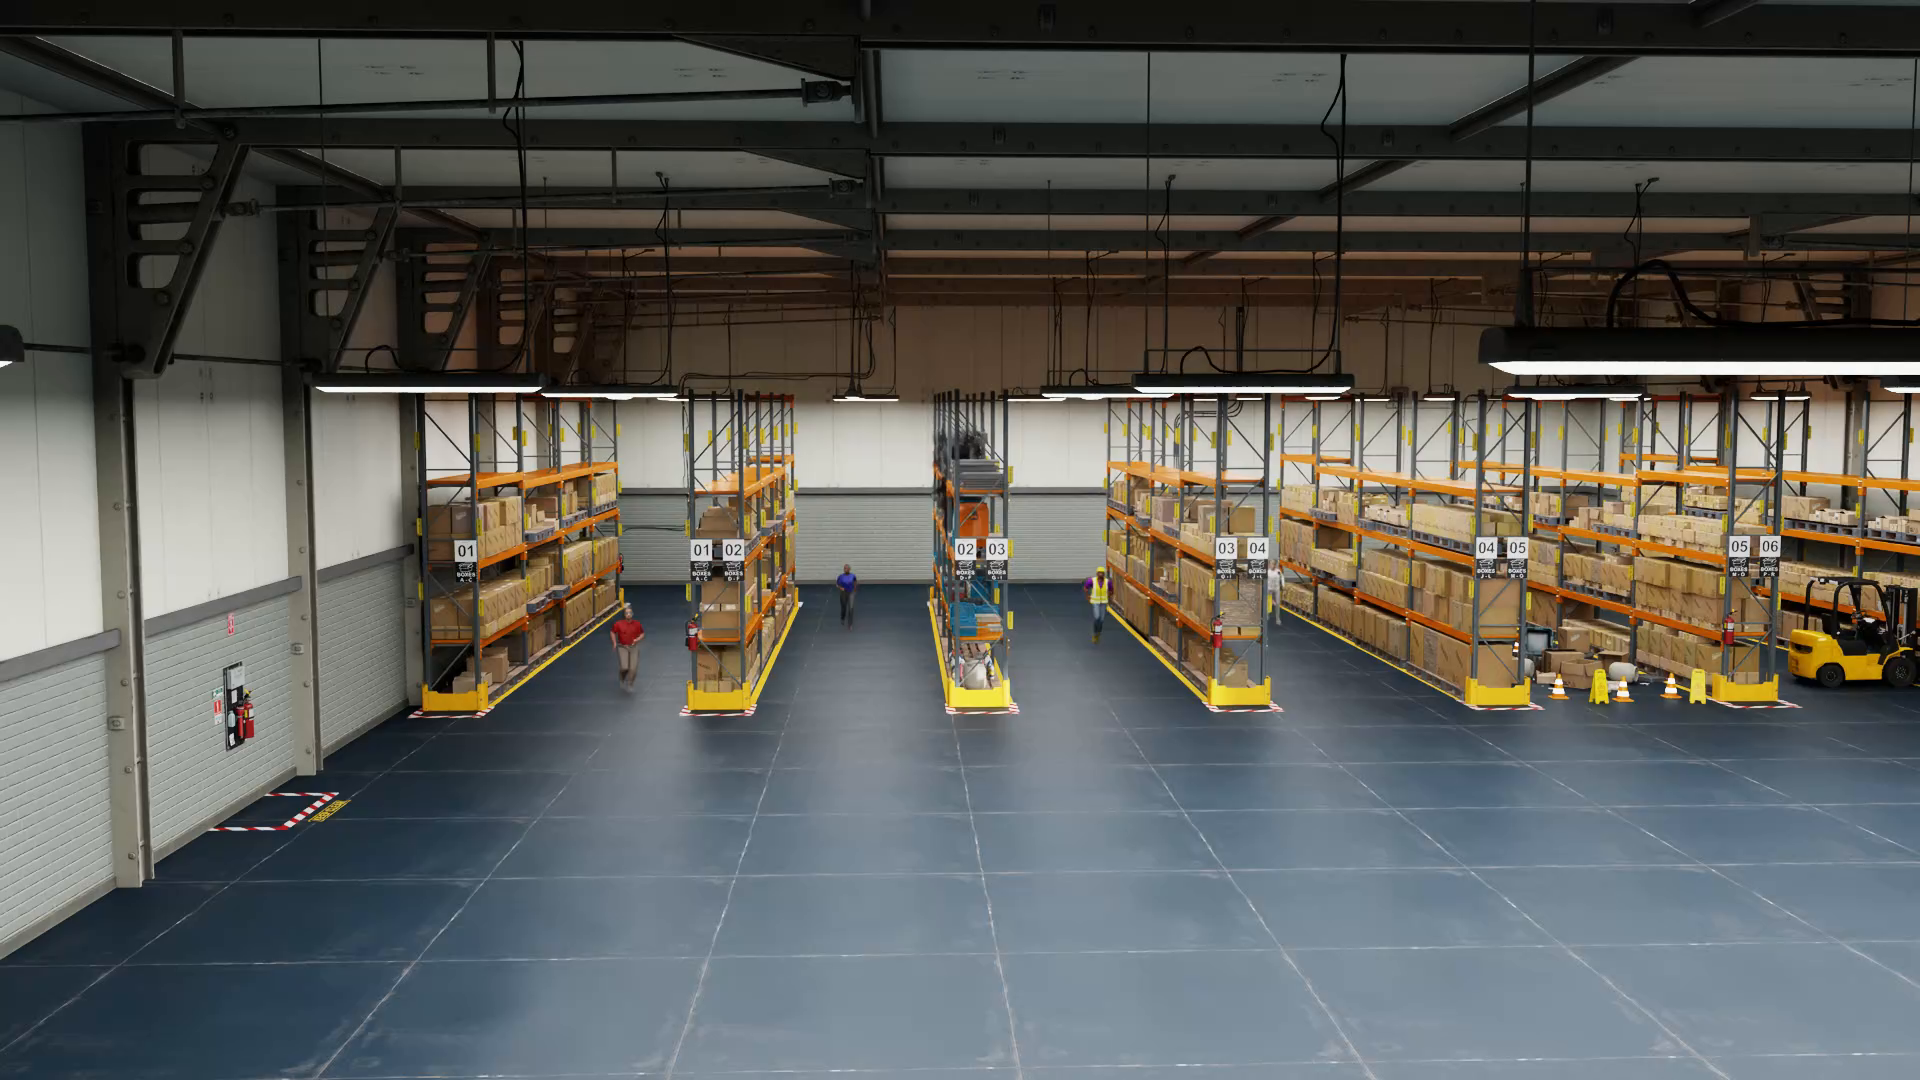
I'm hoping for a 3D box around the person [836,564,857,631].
[{"bbox_3d":[-2.887,1.440,42.461,0.552,1.673,0.914,-1,5,-8],"label":"person"}]

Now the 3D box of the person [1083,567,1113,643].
[{"bbox_3d":[3.302,1.527,39.309,0.672,1.804,0.741,-1,5,-10],"label":"person"}]

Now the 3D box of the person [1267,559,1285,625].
[{"bbox_3d":[8.195,1.322,43.405,0.623,1.675,0.991,0,5,0],"label":"person"}]

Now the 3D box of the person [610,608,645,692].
[{"bbox_3d":[-6.561,2.191,32.917,0.651,1.684,0.597,-2,5,-18],"label":"person"}]
